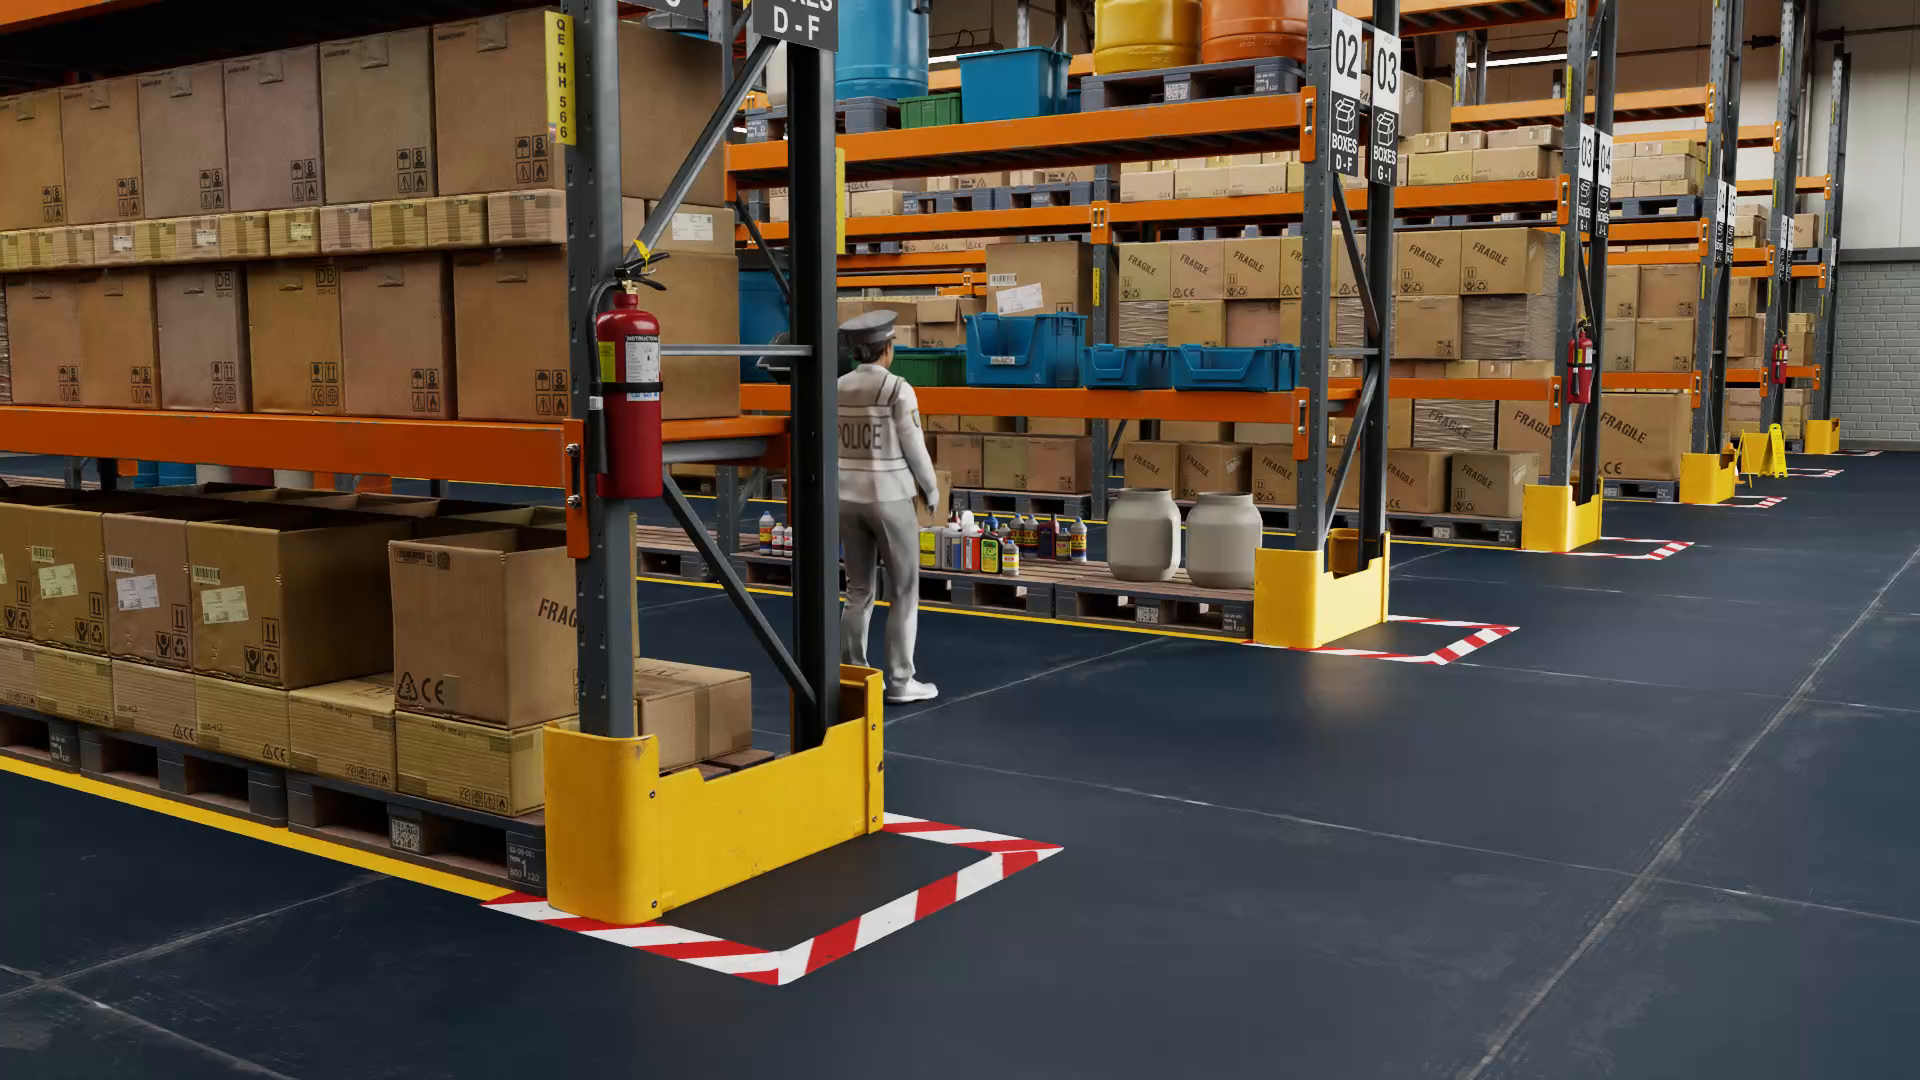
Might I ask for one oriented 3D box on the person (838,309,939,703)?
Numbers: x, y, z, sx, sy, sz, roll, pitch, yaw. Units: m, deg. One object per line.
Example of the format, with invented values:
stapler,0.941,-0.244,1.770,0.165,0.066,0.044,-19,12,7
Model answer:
person,-0.332,-0.153,7.239,0.495,1.688,0.451,4,8,33
